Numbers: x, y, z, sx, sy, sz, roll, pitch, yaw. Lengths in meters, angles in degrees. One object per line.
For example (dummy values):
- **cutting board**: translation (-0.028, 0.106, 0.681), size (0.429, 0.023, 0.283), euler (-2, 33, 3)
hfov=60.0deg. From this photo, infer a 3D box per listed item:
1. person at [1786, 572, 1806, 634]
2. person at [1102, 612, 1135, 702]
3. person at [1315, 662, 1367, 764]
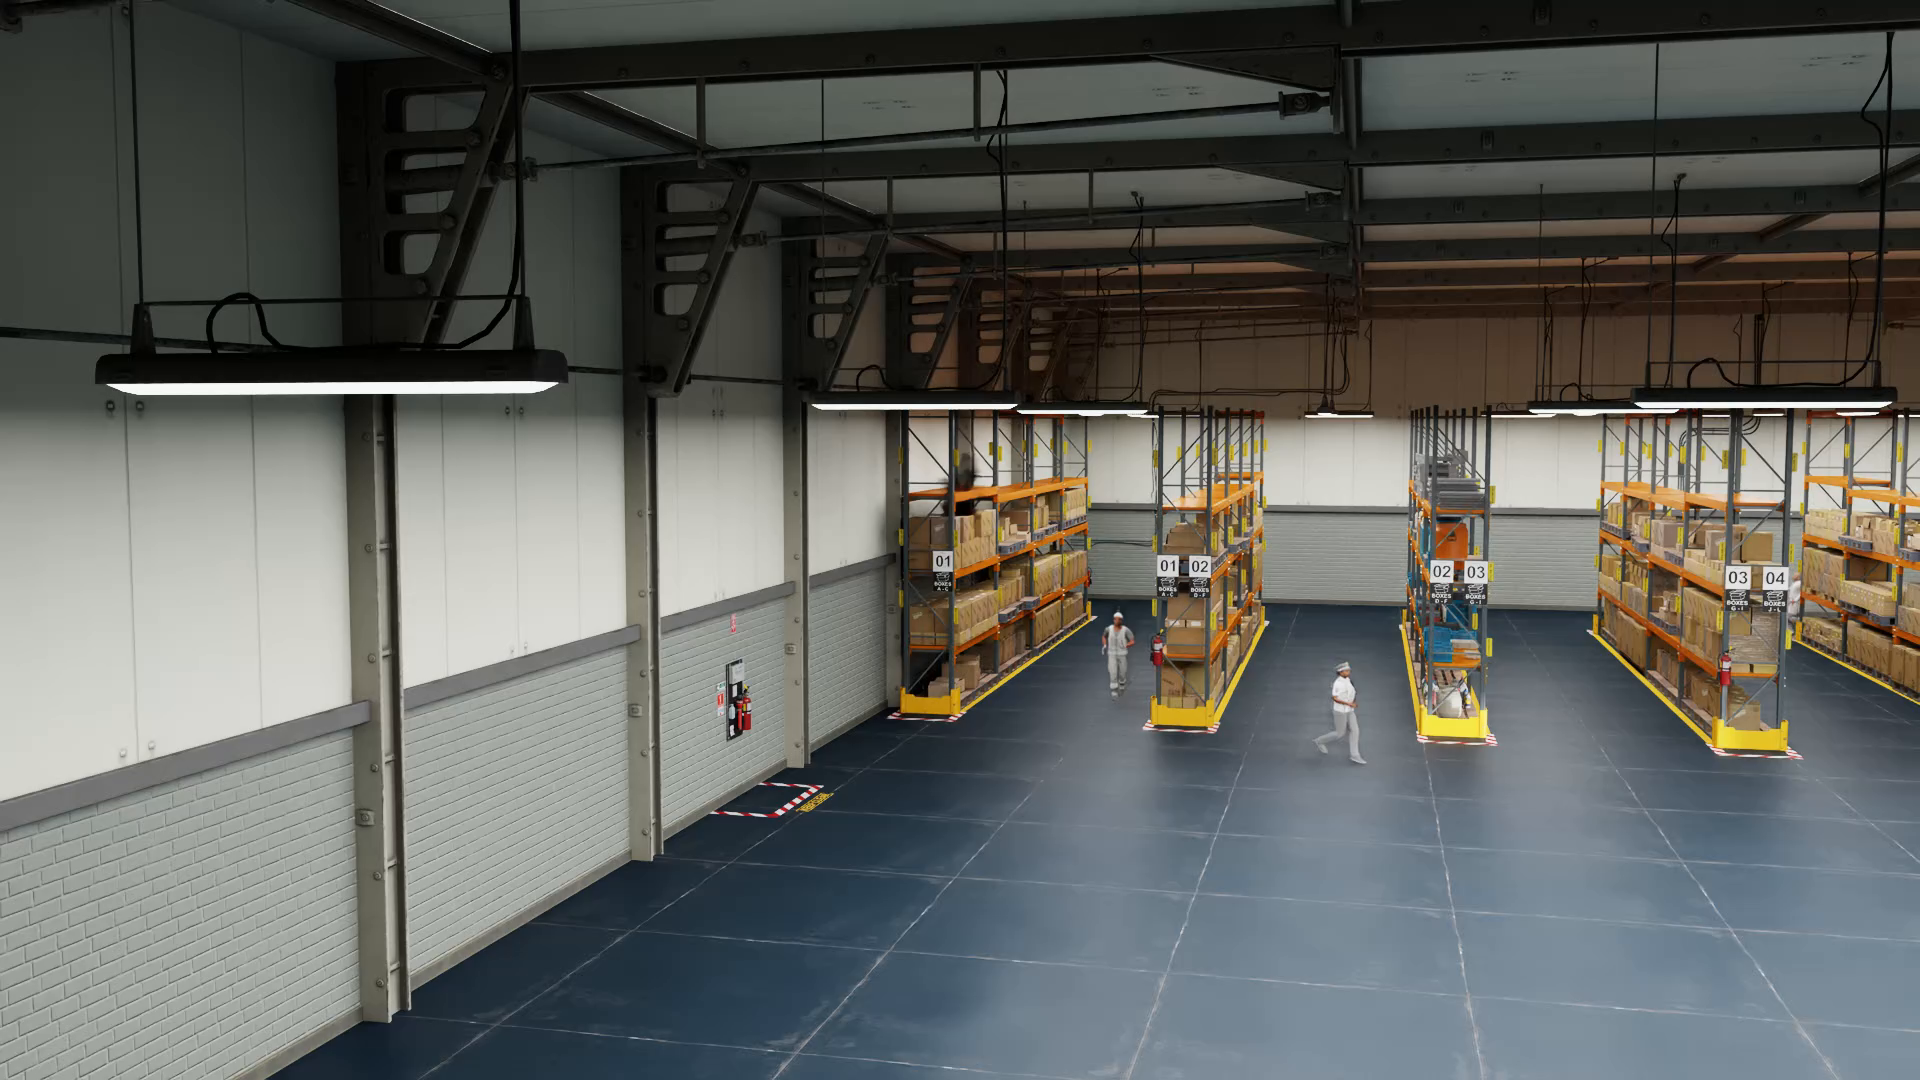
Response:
- **person**: translation (22.318, 1.704, 44.366), size (0.676, 1.735, 0.756), euler (0, 4, 4)
- **person**: translation (3.200, 2.350, 33.715), size (0.673, 1.777, 0.872), euler (1, 4, 10)
- **person**: translation (6.420, 2.885, 27.946), size (0.900, 1.702, 0.592), euler (3, 5, 38)
